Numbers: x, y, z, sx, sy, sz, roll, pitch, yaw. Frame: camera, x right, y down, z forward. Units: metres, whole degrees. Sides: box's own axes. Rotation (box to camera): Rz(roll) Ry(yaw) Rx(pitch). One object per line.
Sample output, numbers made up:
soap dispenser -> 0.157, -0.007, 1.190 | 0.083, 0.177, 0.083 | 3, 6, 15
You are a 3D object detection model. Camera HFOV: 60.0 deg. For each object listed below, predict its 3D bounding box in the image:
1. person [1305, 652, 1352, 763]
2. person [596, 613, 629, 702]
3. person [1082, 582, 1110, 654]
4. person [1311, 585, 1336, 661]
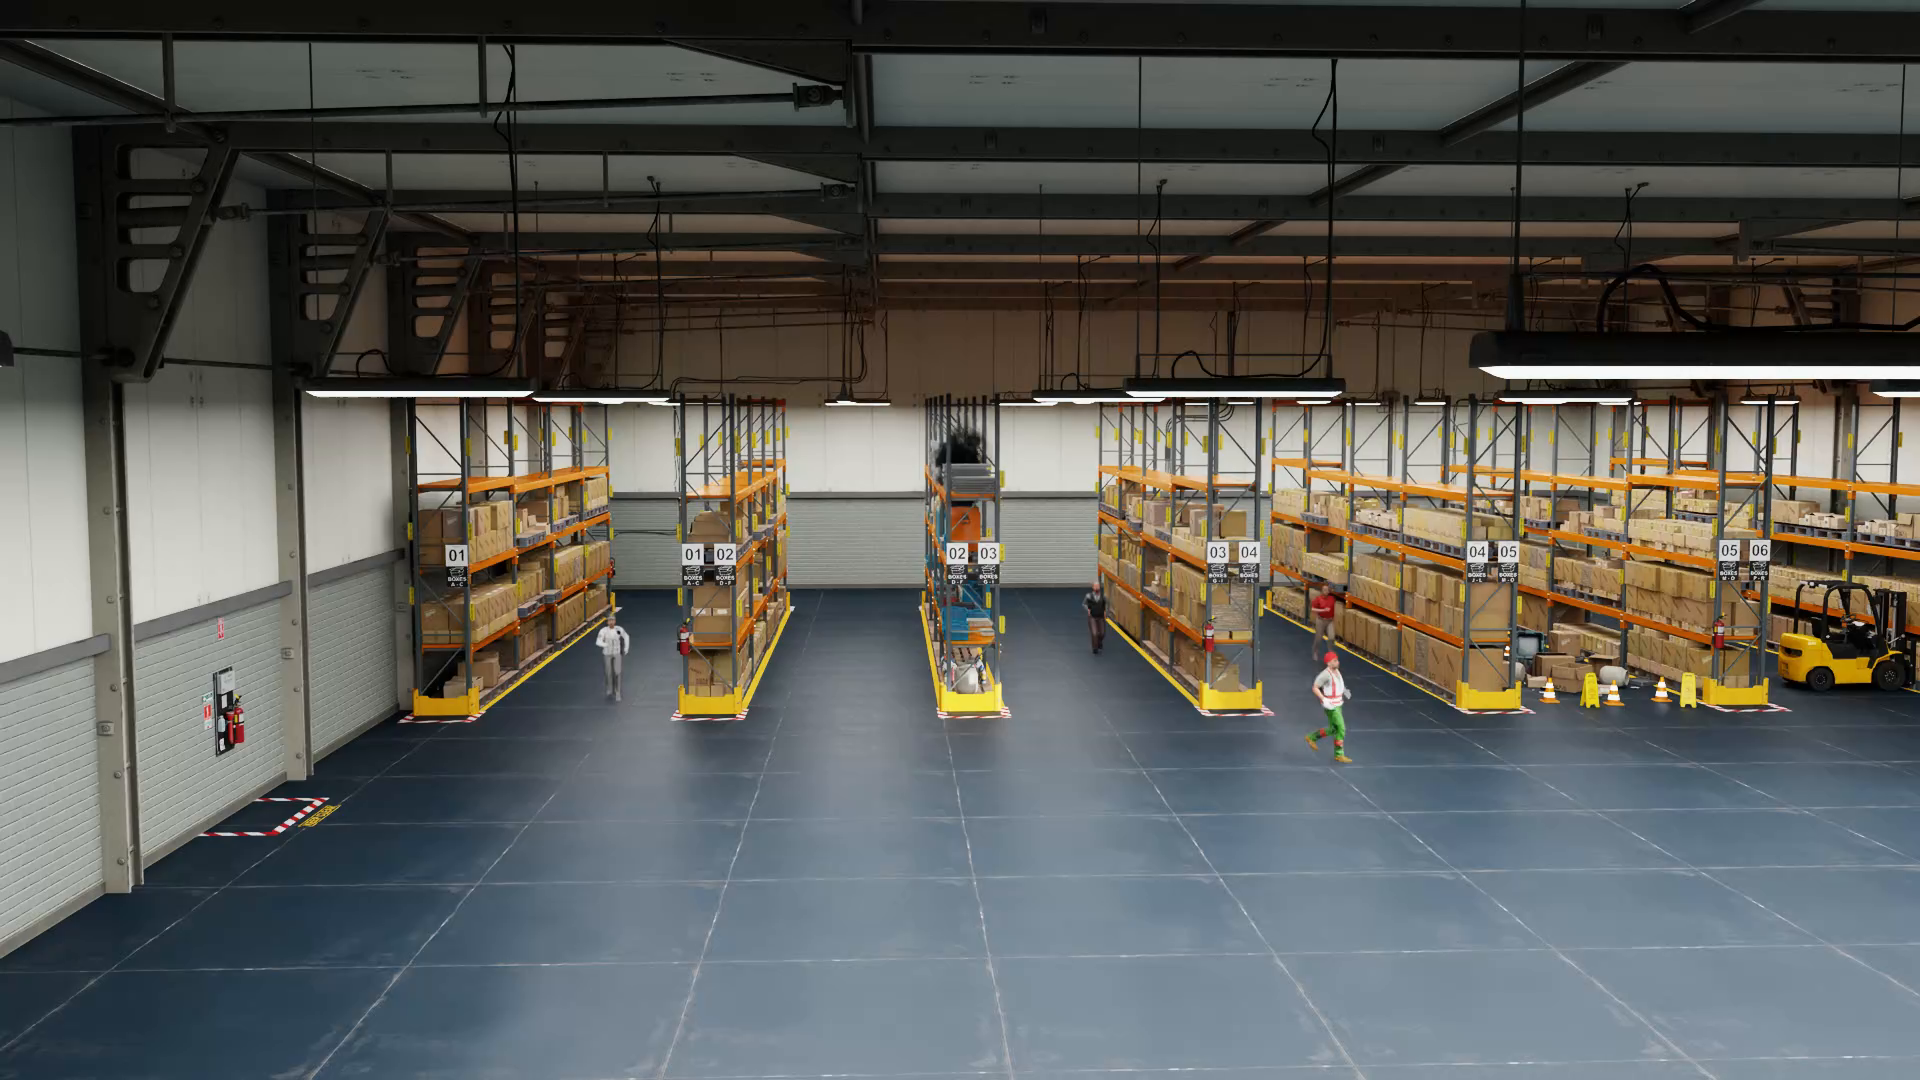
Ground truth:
person -> 6.020, 2.706, 27.098 | 0.816, 1.779, 0.646 | 3, 6, 36
person -> -6.838, 2.307, 32.751 | 0.631, 1.770, 0.739 | -1, 5, -13
person -> 3.188, 1.817, 38.862 | 0.656, 1.673, 0.606 | 0, 5, -2
person -> 8.174, 1.904, 37.391 | 0.664, 1.793, 0.847 | -1, 5, -9
